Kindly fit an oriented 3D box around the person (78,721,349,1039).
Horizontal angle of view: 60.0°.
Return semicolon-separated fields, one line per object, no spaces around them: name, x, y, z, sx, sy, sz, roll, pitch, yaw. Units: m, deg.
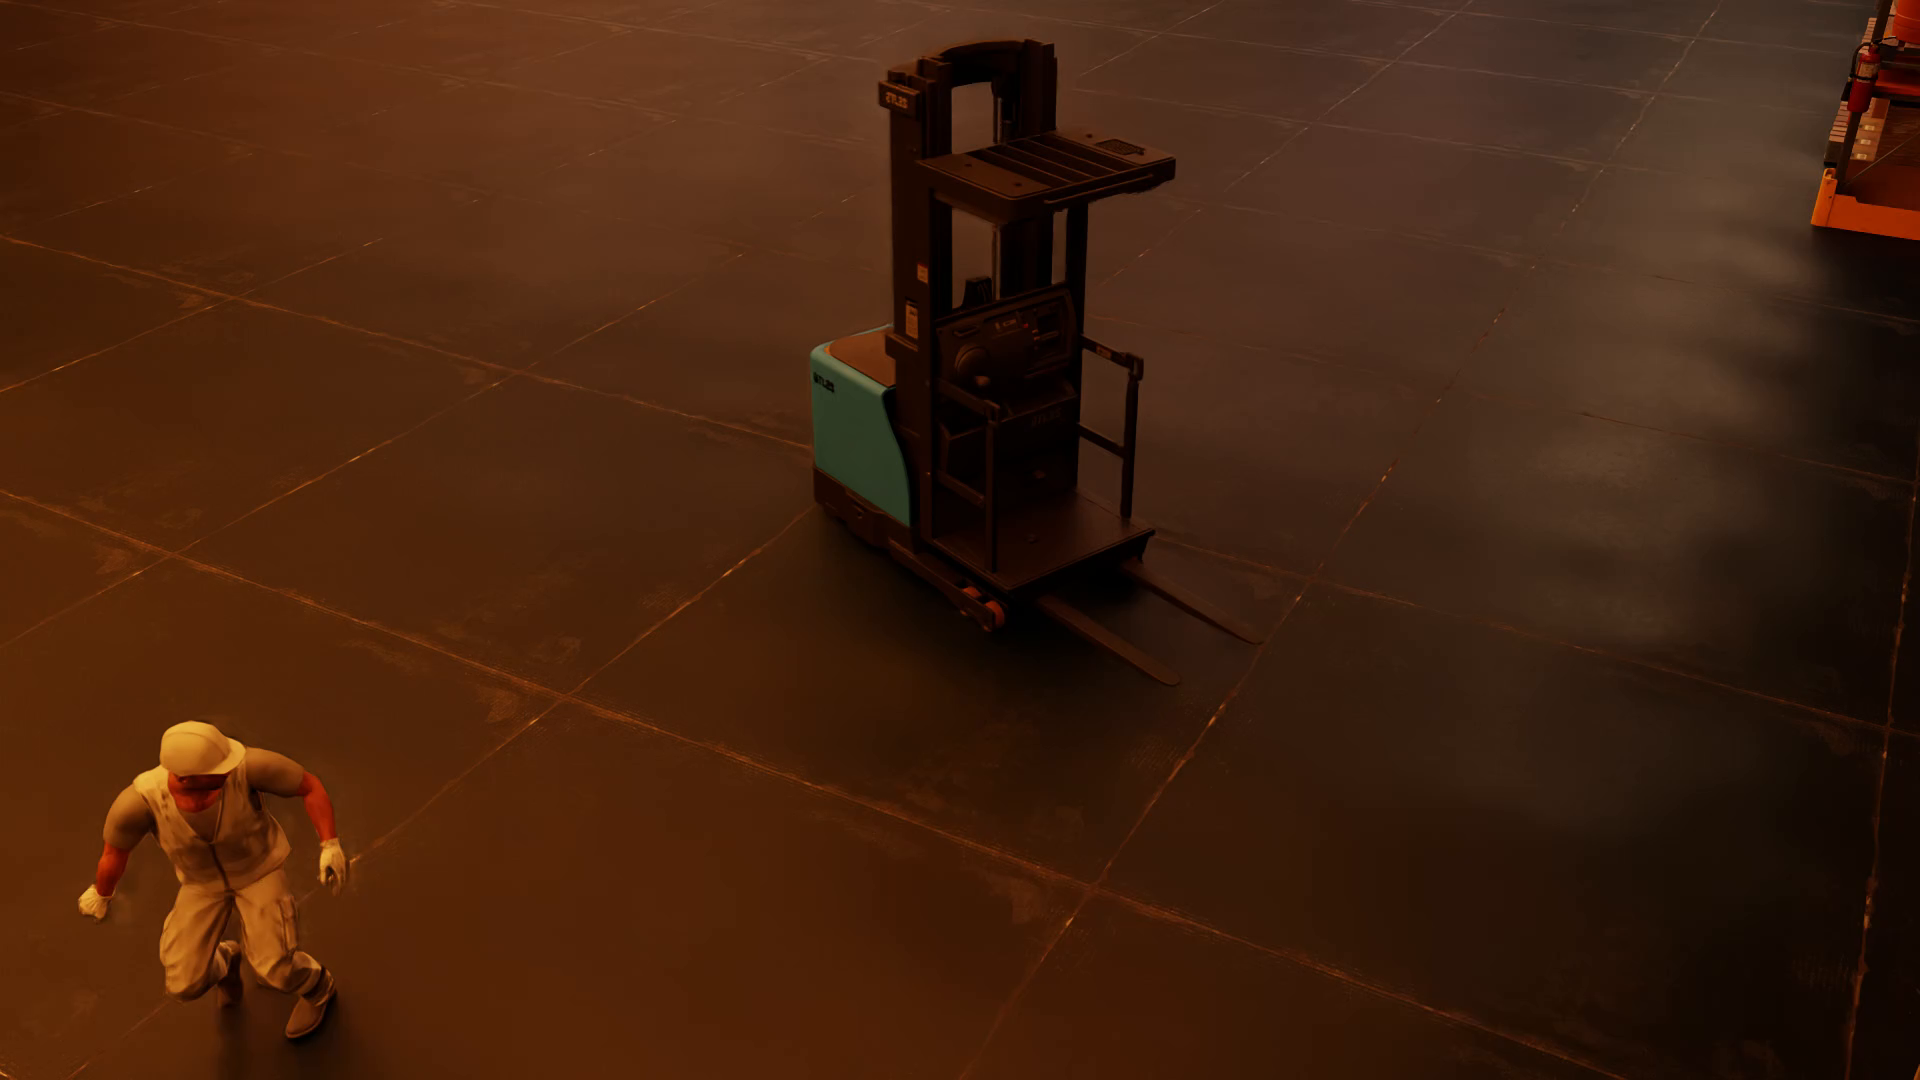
person;-2.806;1.267;6.262;0.990;1.614;0.543;-8;31;-13

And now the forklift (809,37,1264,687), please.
forklift;0.393;-1.047;8.885;1.130;2.935;3.031;-21;36;-32
